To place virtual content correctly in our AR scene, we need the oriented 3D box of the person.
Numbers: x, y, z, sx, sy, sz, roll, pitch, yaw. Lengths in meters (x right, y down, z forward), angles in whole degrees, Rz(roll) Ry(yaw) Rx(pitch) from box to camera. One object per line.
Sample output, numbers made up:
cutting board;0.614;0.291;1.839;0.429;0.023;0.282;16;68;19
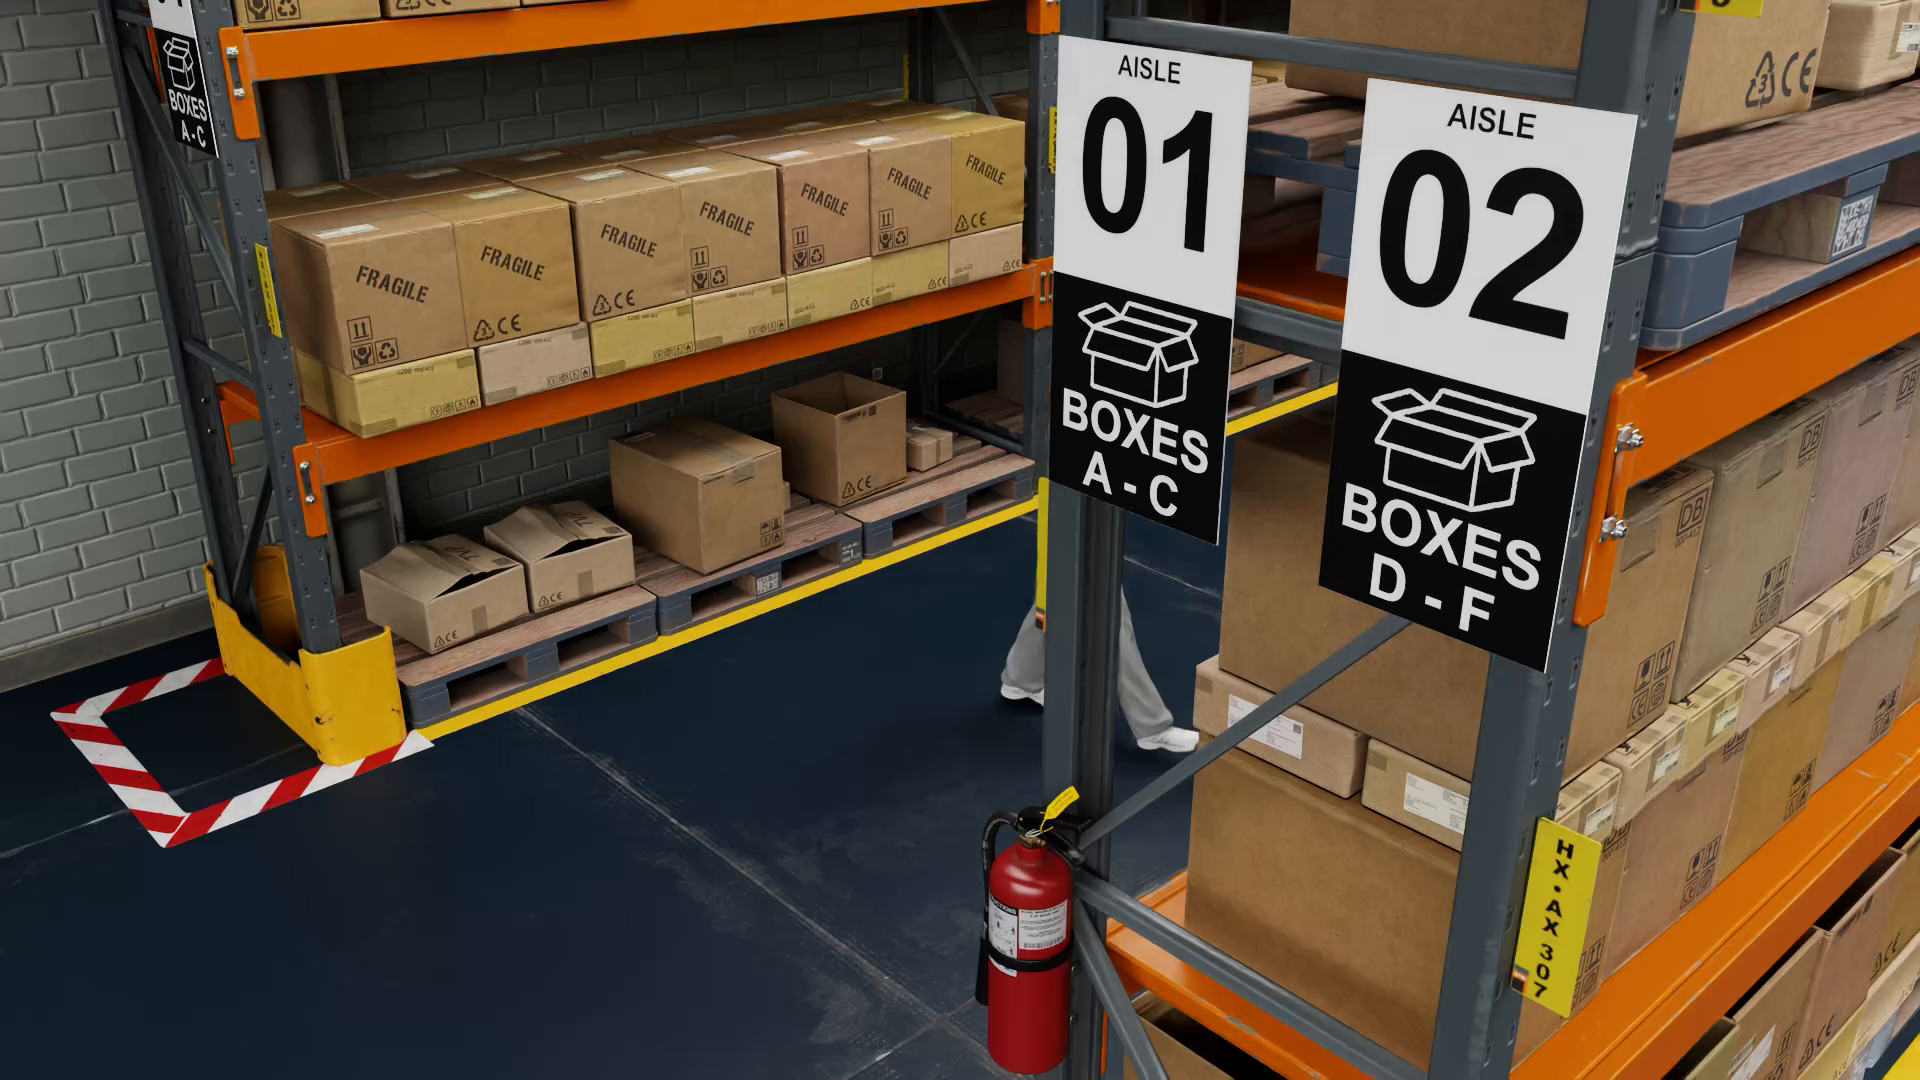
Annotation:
person;0.587;0.019;6.570;0.918;1.631;0.505;6;25;13
